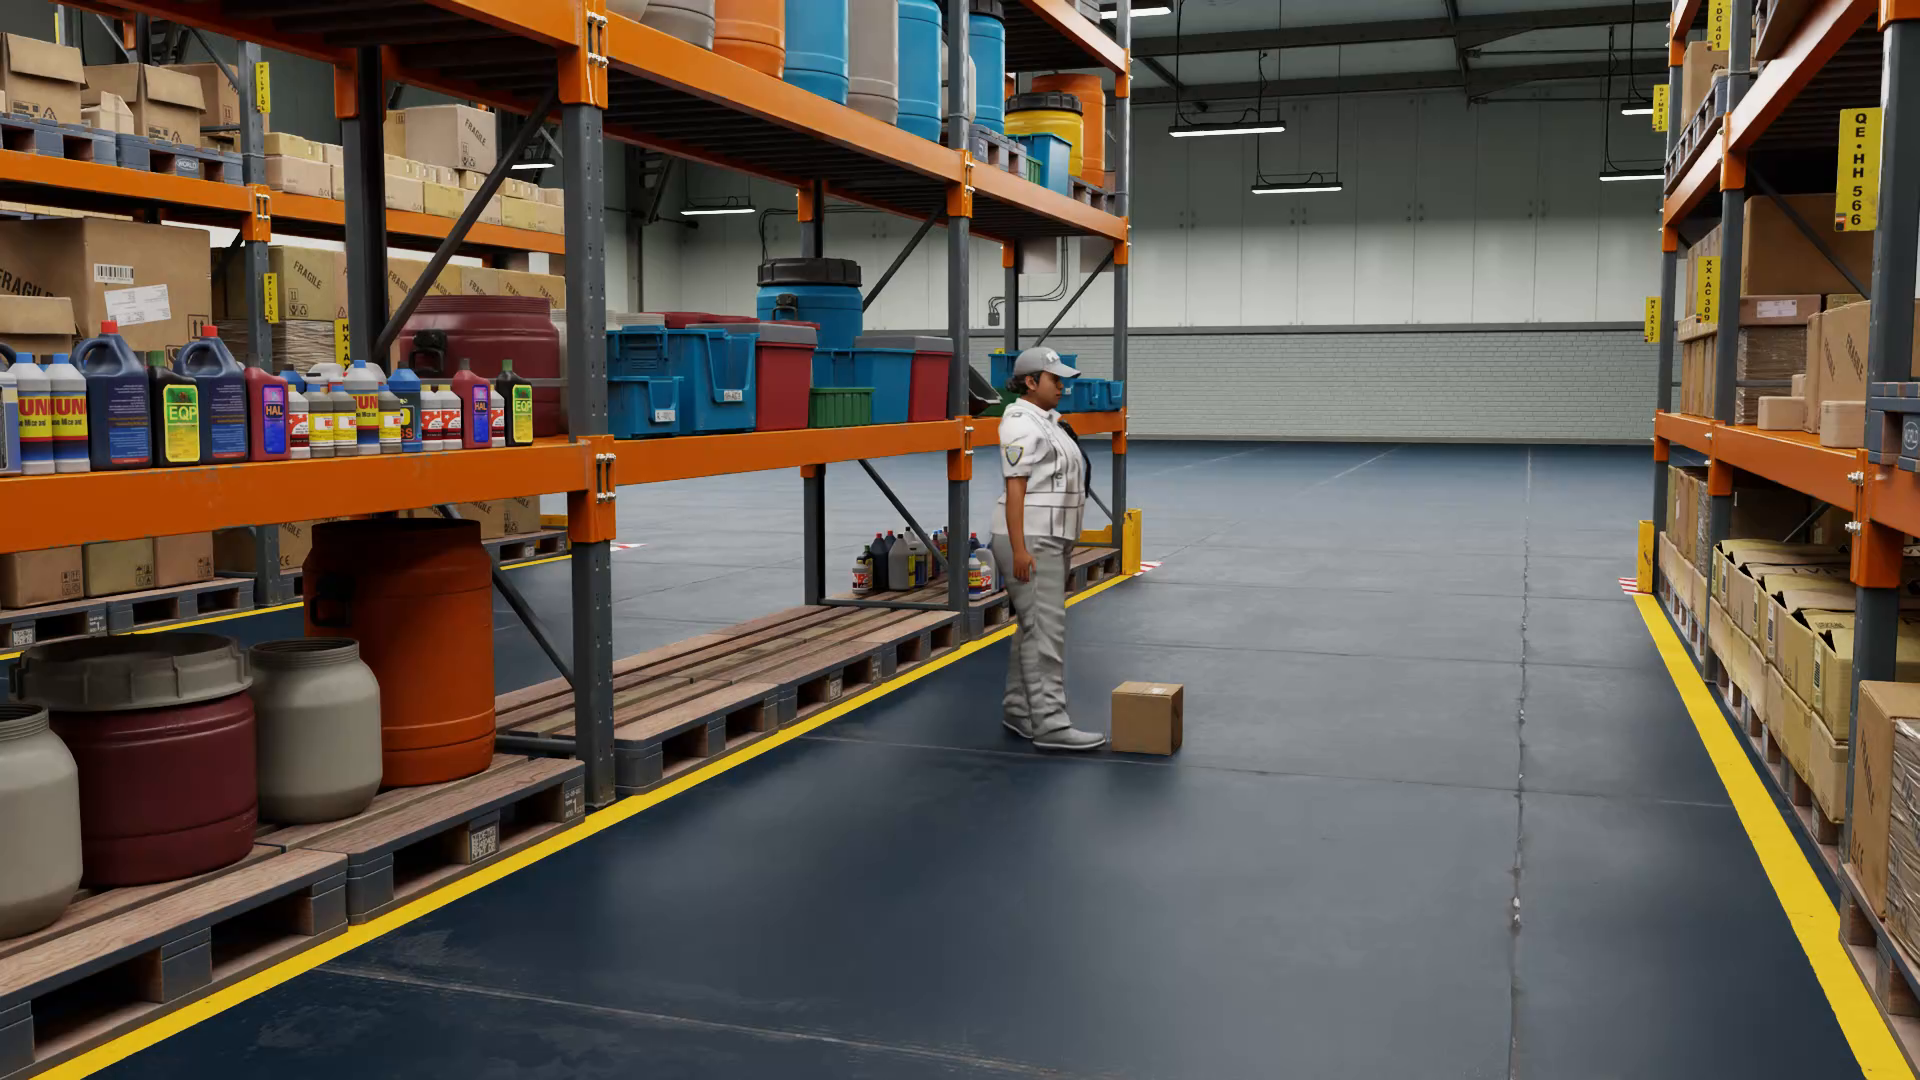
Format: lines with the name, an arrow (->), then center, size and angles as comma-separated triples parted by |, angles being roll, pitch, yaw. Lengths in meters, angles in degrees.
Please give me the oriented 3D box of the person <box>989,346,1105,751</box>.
person -> 0.388, 0.029, 6.971 | 0.513, 1.672, 0.481 | 2, 6, 18
